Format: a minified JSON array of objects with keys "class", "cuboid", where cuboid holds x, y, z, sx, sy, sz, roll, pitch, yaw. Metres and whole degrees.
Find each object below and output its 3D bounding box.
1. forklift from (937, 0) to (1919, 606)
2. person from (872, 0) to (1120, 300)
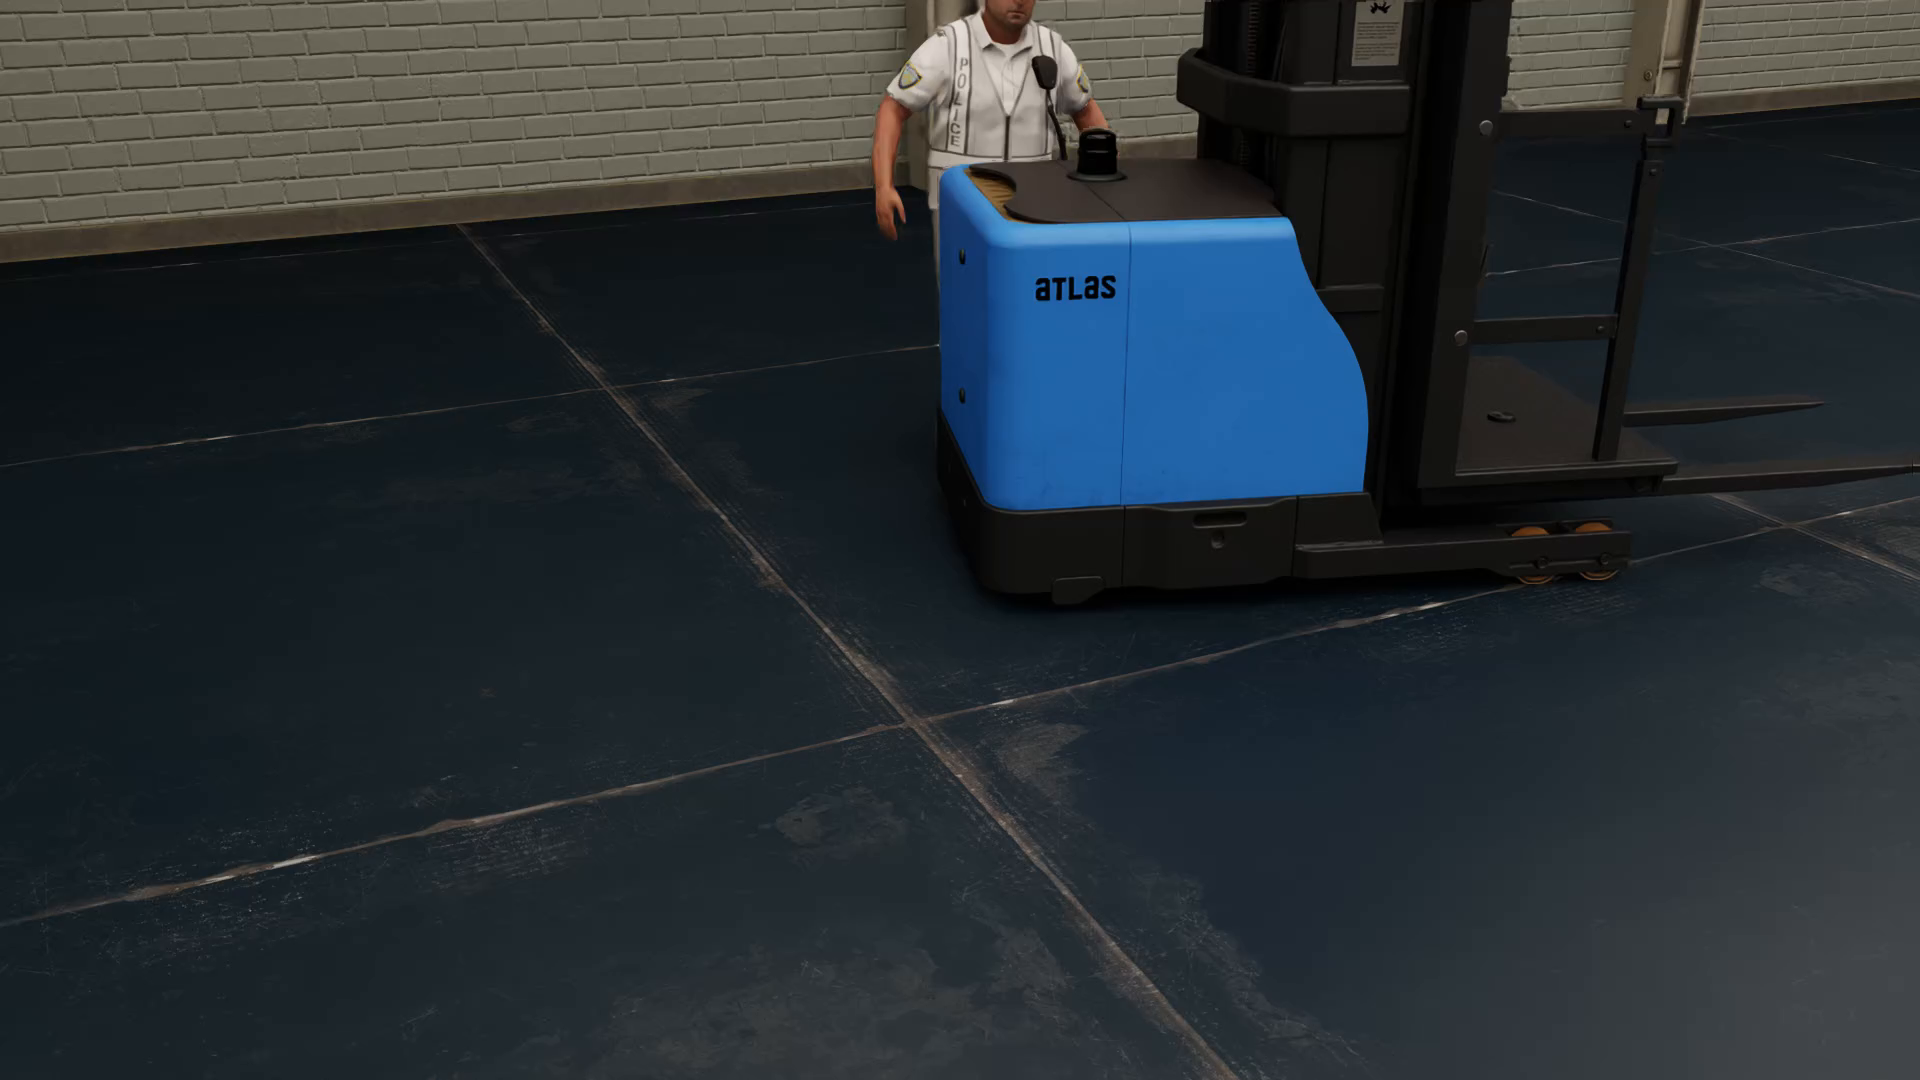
[{"class":"forklift","cuboid":[1.488,-1.420,4.705,3.031,2.935,1.130,-3,23,-8]},{"class":"person","cuboid":[0.161,-1.086,5.514,0.901,1.713,0.594,-6,23,-13]}]
